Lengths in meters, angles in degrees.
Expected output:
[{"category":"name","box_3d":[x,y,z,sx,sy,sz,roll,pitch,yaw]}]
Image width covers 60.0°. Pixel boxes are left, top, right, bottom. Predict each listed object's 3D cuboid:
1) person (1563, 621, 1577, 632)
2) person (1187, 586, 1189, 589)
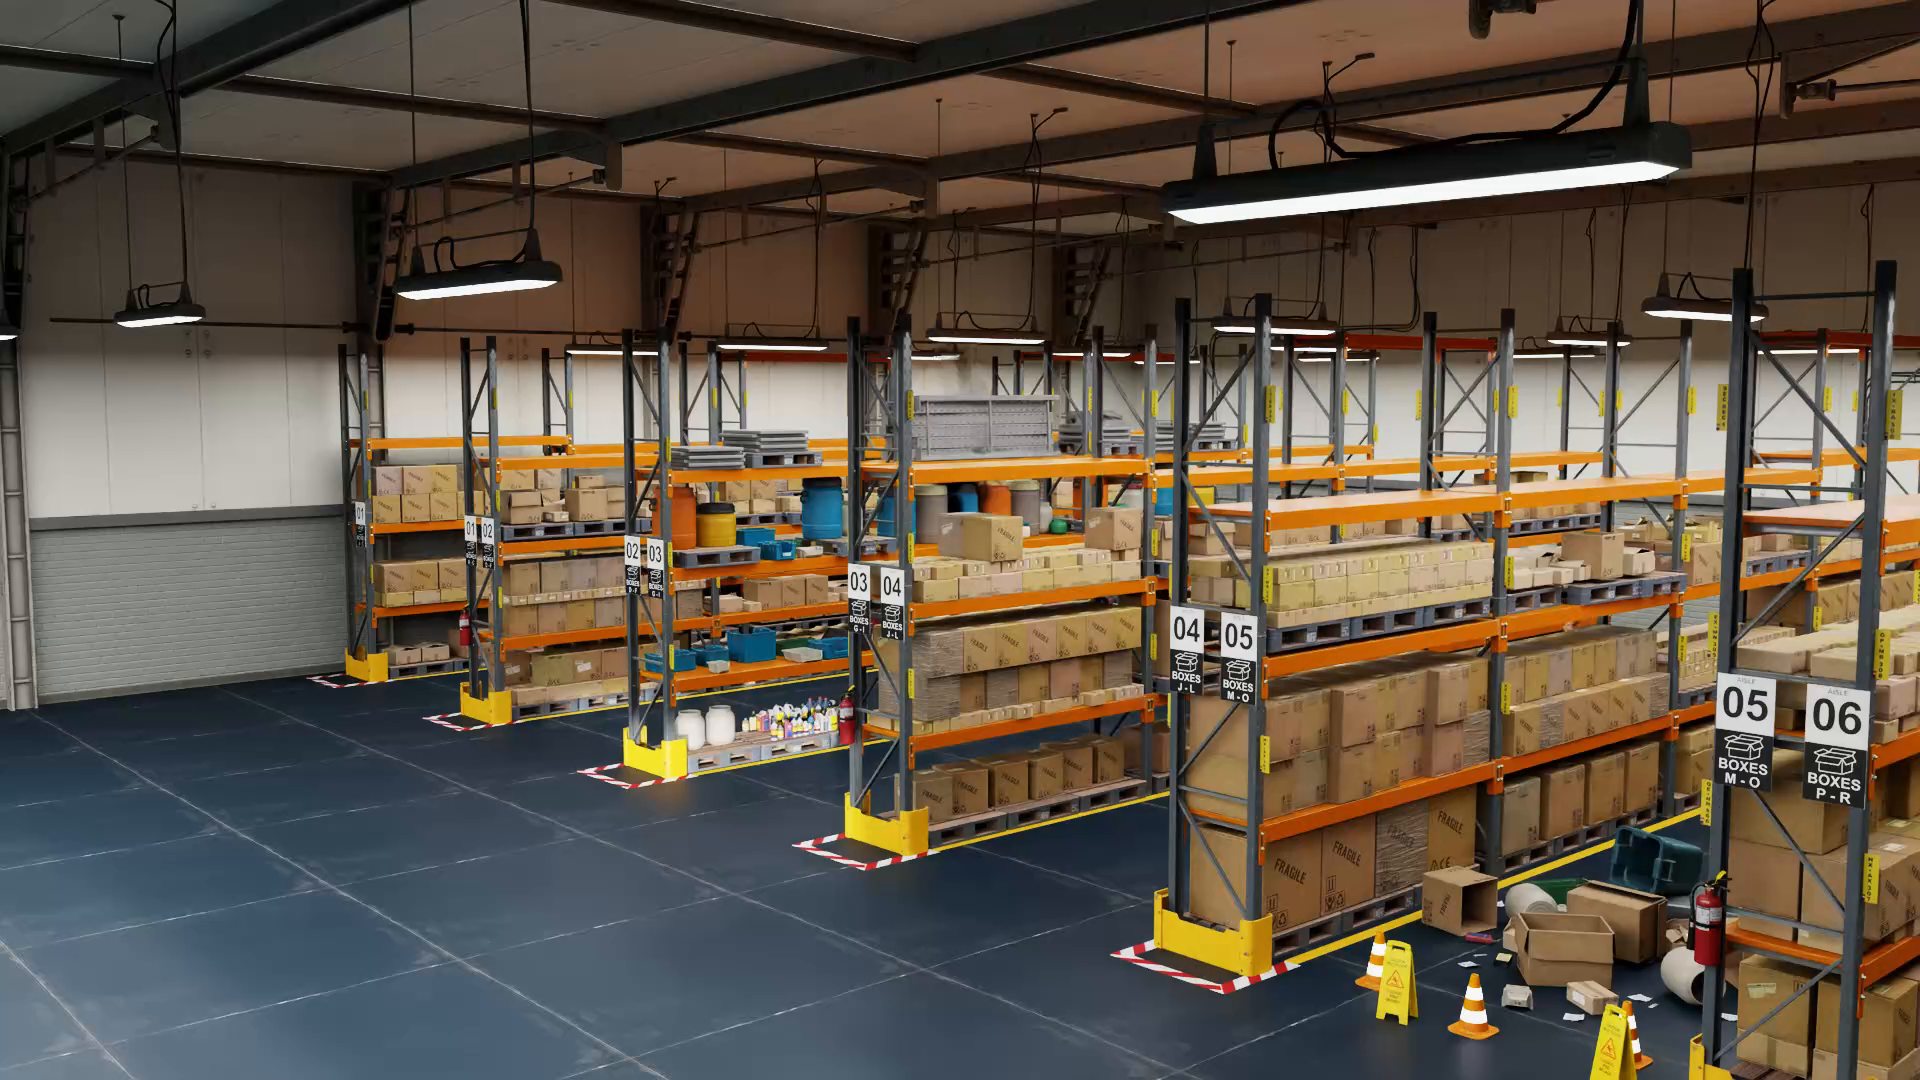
[{"category":"person","box_3d":[9.343,2.039,25.584,0.766,1.726,0.538,-5,7,-44]},{"category":"person","box_3d":[5.272,0.967,37.686,0.575,1.656,0.547,-2,6,-23]}]
